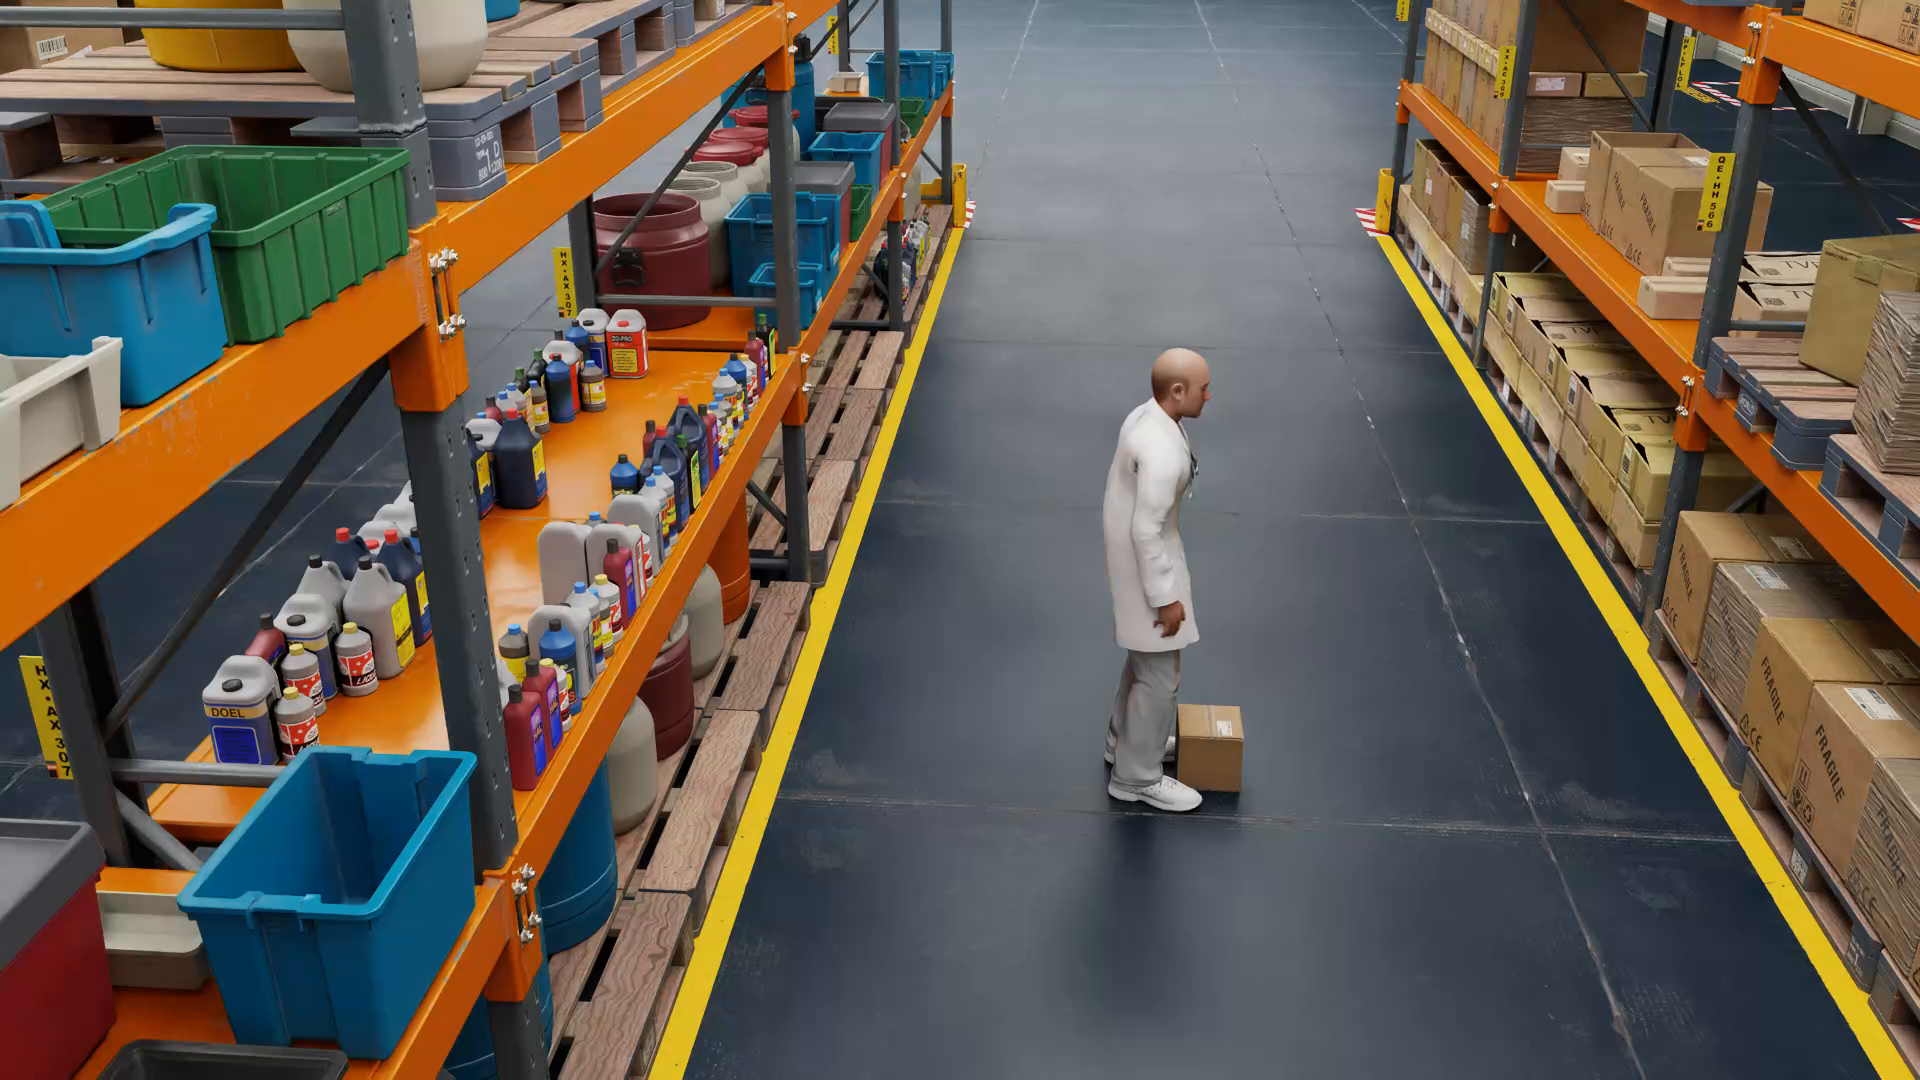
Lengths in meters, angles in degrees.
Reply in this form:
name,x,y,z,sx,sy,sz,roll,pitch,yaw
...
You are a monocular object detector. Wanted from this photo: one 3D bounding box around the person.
name,x,y,z,sx,sy,sz,roll,pitch,yaw
person,0.748,0.130,6.331,0.421,1.774,0.642,2,24,4
